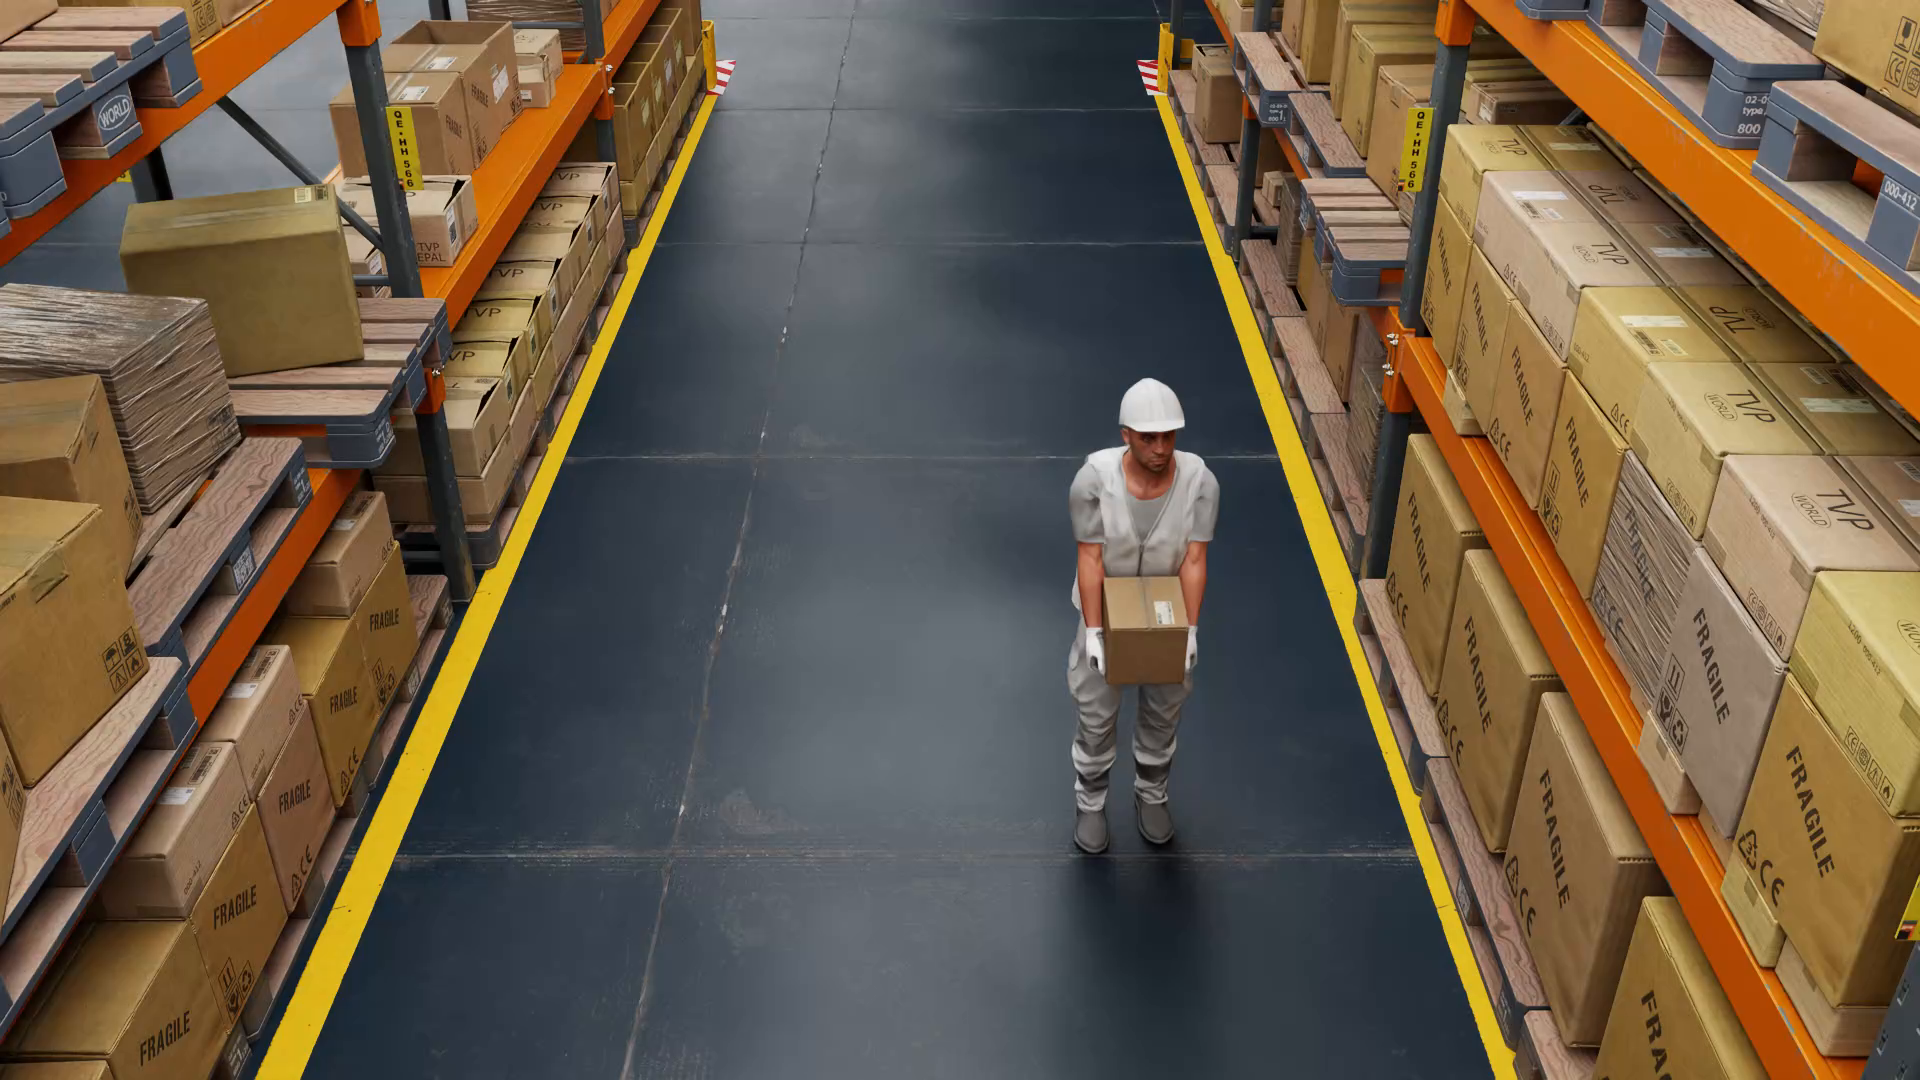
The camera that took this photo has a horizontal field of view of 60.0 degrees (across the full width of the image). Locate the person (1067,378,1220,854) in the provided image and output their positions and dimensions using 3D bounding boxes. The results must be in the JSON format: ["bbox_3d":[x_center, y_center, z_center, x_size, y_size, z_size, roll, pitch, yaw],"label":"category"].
[{"bbox_3d":[0.604,0.304,5.612,0.495,1.784,0.560,-1,31,-1],"label":"person"}]
